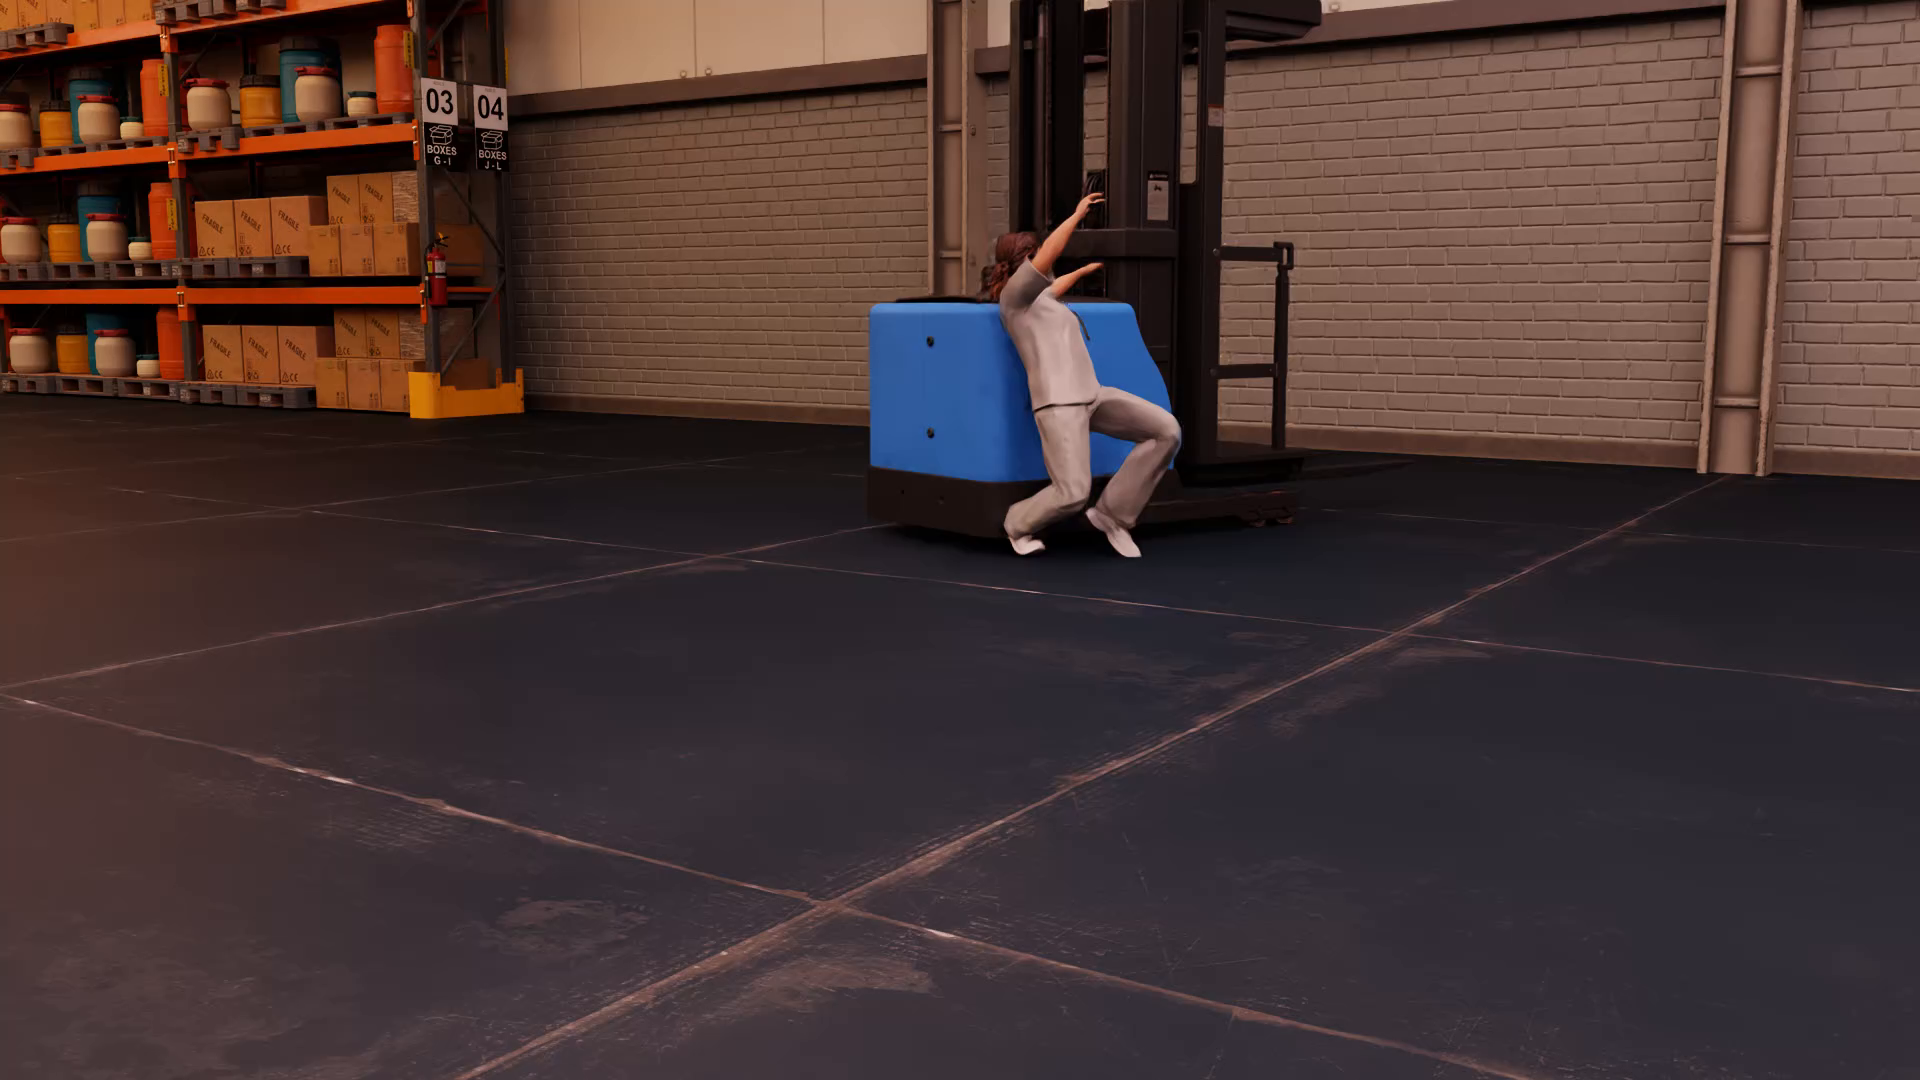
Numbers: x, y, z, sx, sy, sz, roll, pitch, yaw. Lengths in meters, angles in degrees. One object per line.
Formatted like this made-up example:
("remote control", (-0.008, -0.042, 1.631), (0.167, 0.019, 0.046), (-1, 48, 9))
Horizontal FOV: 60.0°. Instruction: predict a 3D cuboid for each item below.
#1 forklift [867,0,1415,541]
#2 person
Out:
("forklift", (1.049, -1.566, 8.209), (3.031, 2.935, 1.130), (-6, 10, -36))
("person", (0.607, -0.695, 7.155), (0.801, 1.538, 0.987), (5, 9, 31))
